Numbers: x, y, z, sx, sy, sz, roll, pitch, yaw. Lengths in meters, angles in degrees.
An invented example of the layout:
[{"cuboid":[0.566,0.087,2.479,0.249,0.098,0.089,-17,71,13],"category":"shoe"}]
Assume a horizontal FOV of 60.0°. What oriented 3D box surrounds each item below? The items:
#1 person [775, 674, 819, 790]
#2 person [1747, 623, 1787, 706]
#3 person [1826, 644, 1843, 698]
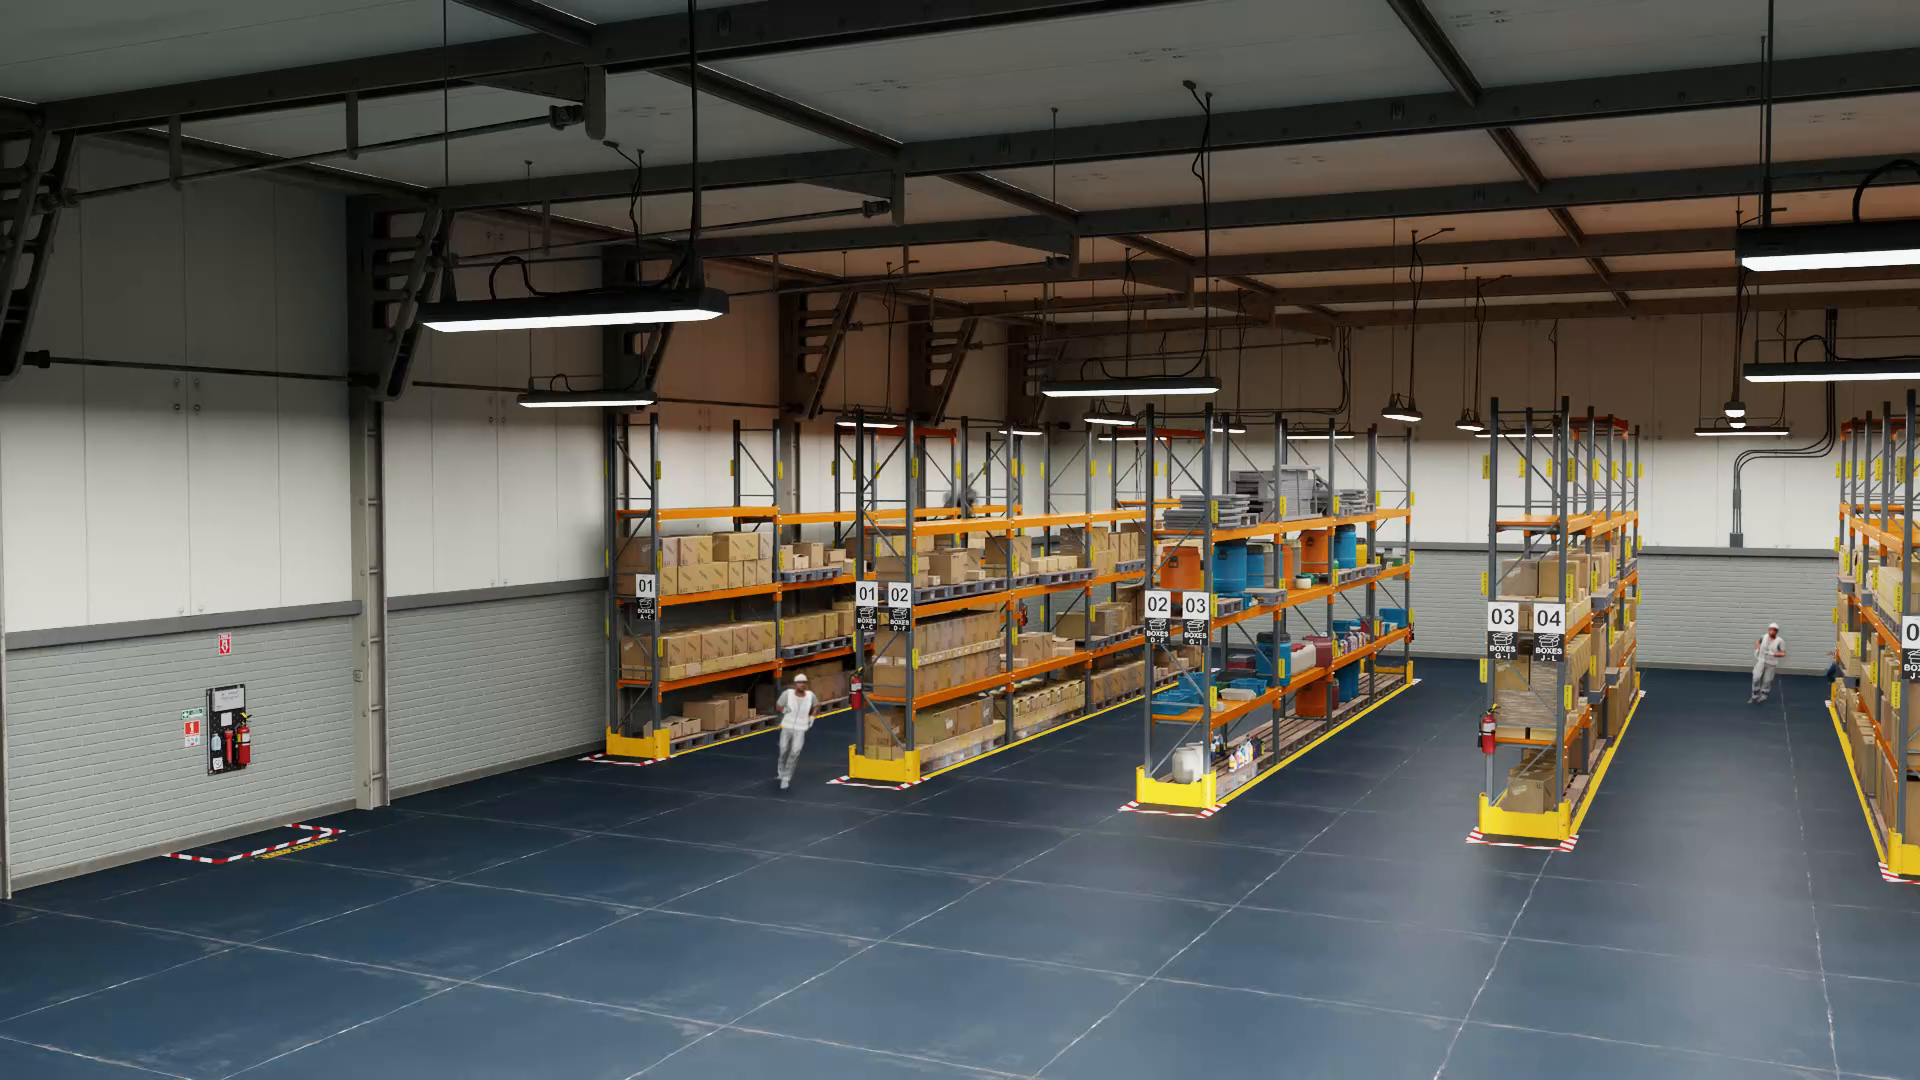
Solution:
[{"cuboid":[-2.589,3.016,26.387,0.684,1.799,0.744,0,2,-1],"category":"person"},{"cuboid":[17.171,2.649,35.293,0.722,1.782,0.677,2,3,42],"category":"person"},{"cuboid":[19.208,2.703,36.266,0.604,1.601,0.607,2,3,41],"category":"person"}]
